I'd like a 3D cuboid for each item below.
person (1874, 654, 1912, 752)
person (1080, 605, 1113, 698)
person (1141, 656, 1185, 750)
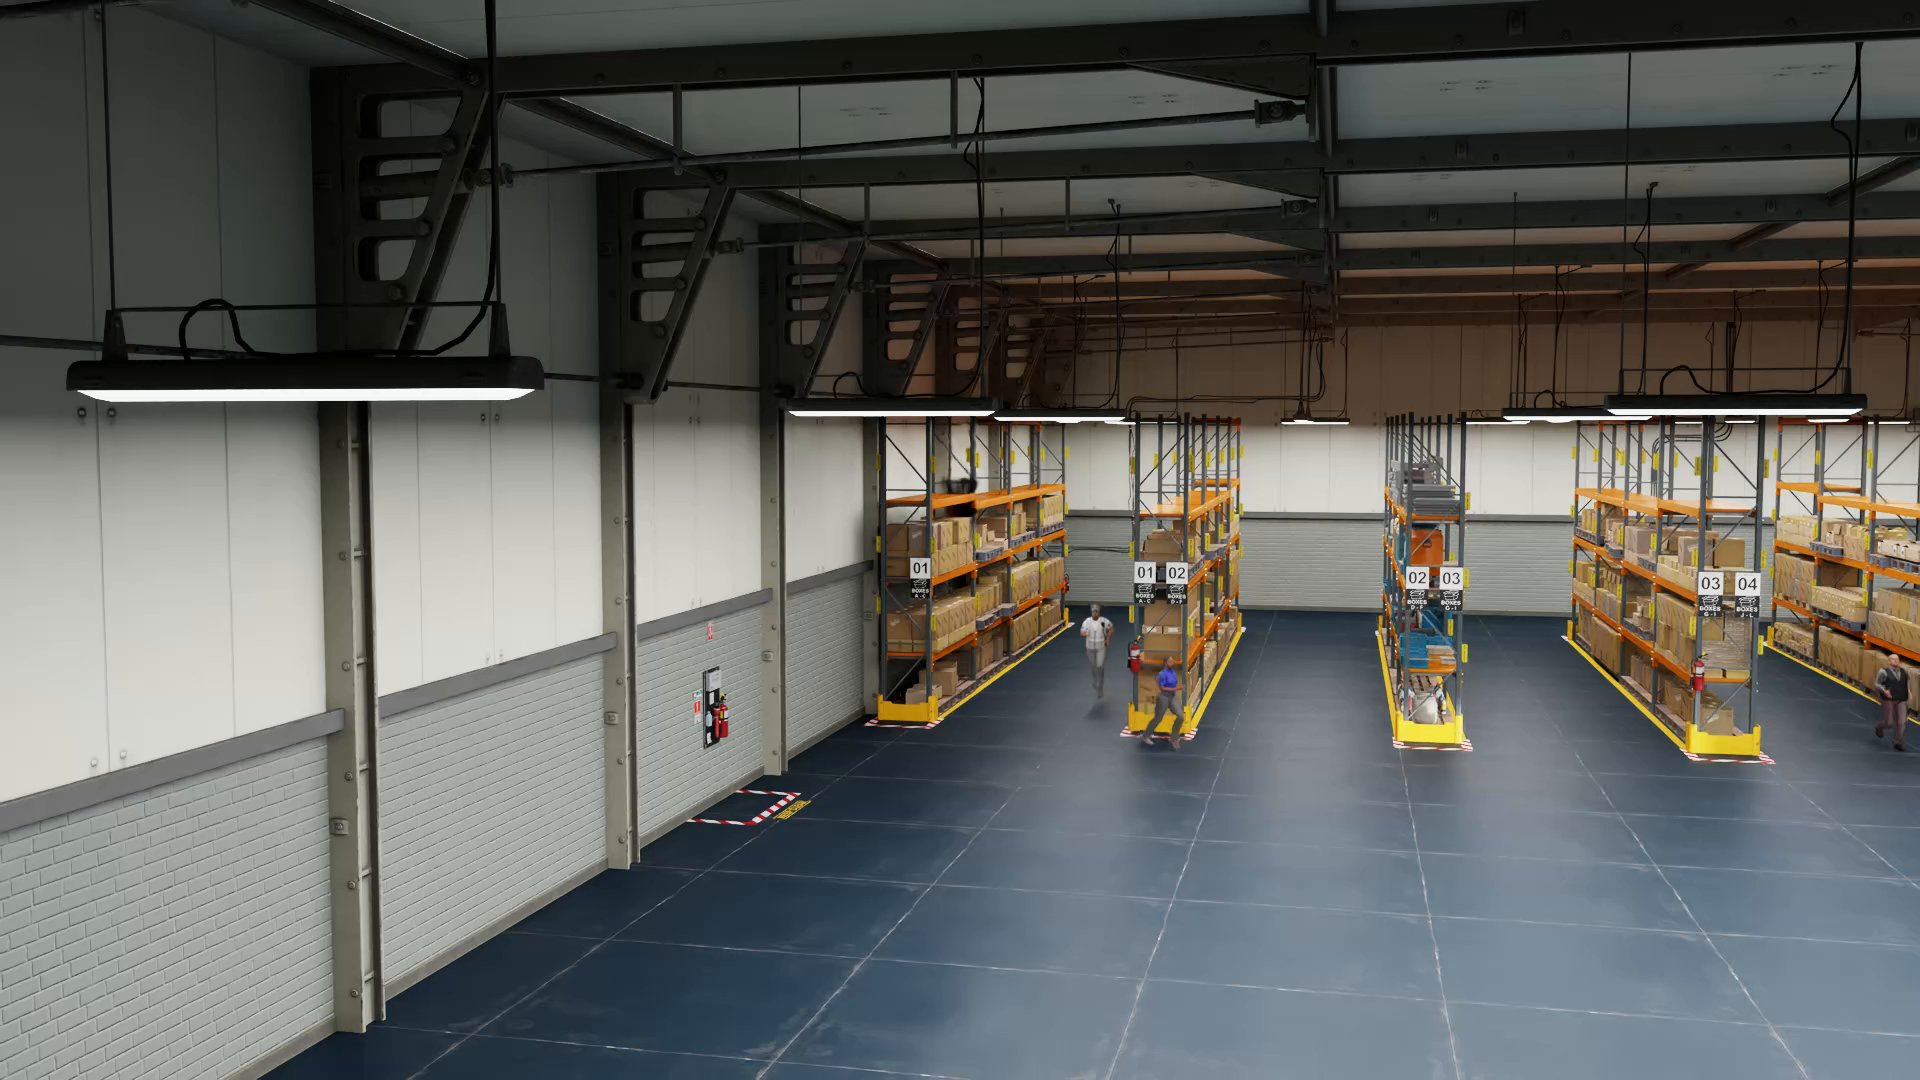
[{"bbox_3d":[16.674,2.879,29.676,0.677,1.694,0.875,0,4,7],"label":"person"},{"bbox_3d":[2.795,2.270,34.228,0.640,1.908,0.768,1,4,15],"label":"person"},{"bbox_3d":[3.682,2.895,29.701,0.585,1.692,0.880,-4,5,-43],"label":"person"}]
